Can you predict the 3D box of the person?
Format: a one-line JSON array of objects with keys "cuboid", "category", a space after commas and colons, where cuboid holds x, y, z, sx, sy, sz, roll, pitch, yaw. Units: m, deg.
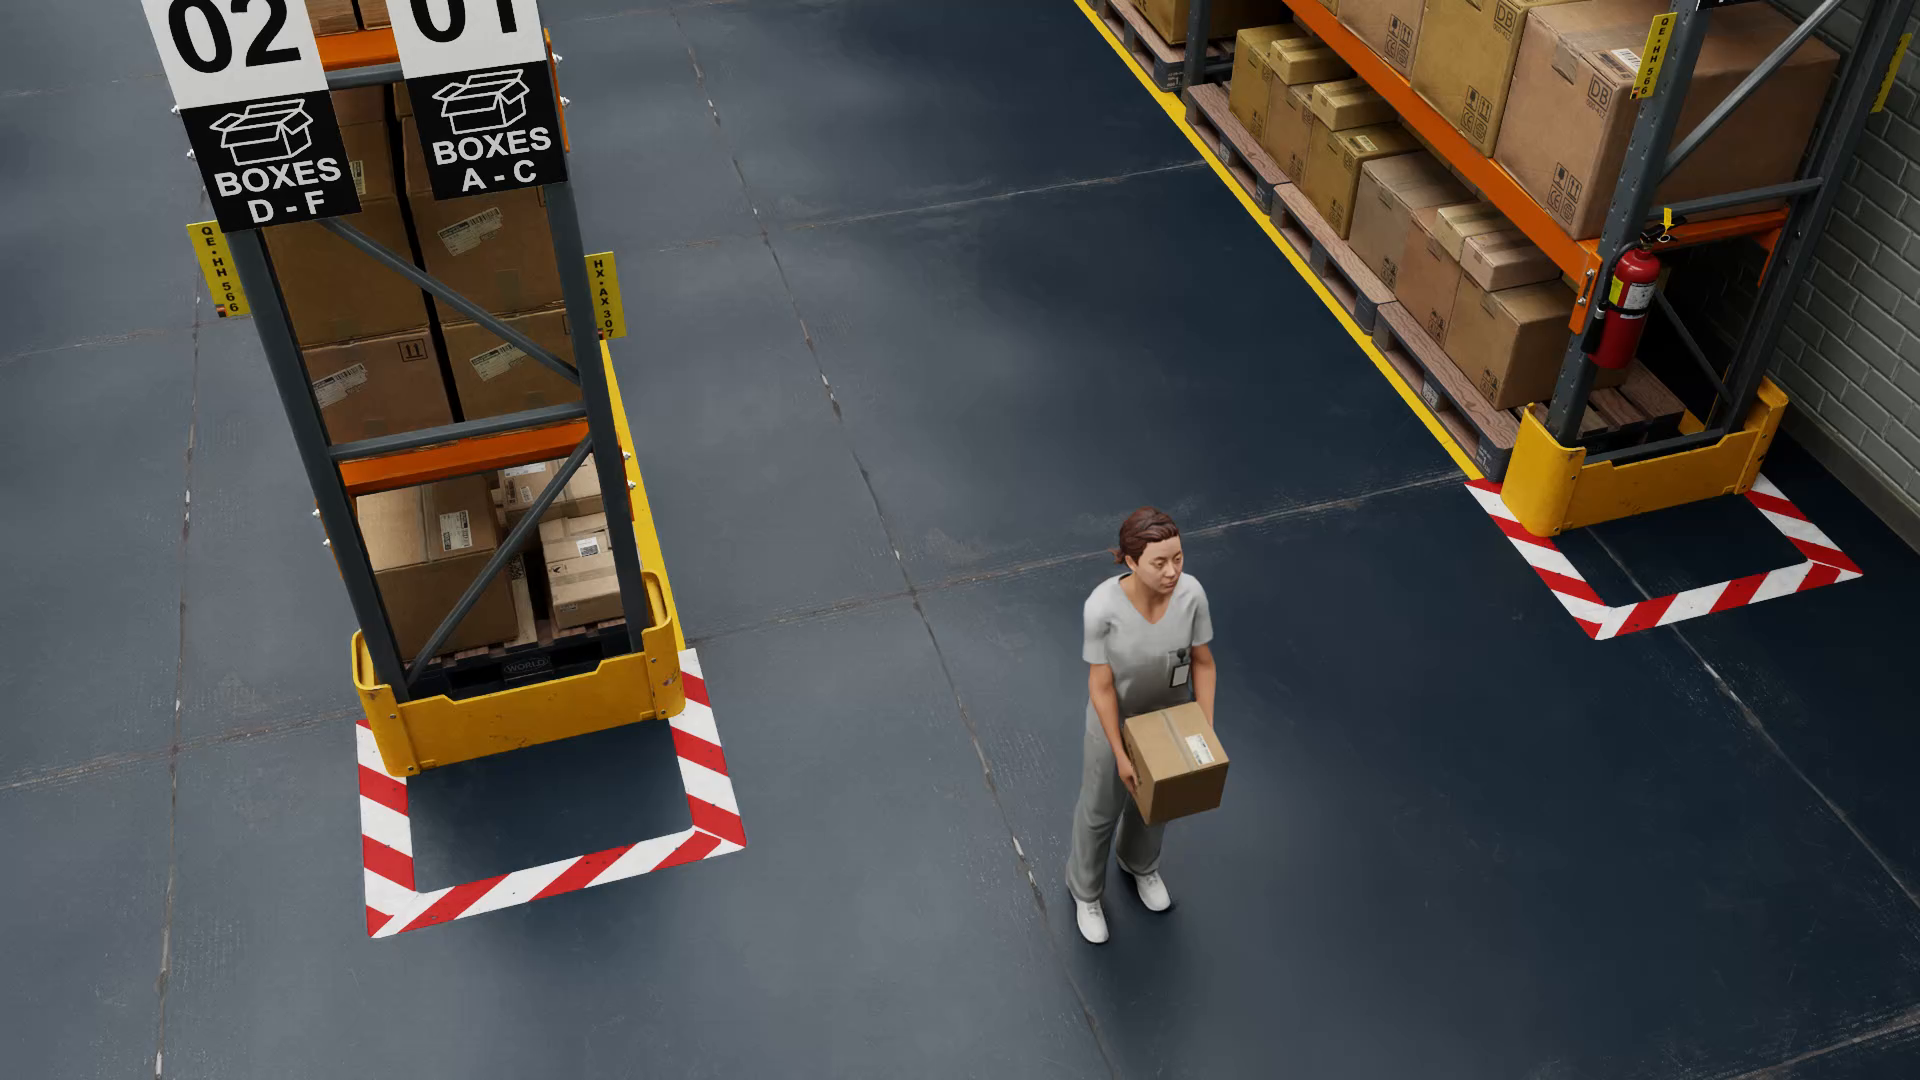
[{"cuboid": [0.604, 0.628, 5.472, 0.467, 1.677, 0.525, -12, 44, -13], "category": "person"}]
